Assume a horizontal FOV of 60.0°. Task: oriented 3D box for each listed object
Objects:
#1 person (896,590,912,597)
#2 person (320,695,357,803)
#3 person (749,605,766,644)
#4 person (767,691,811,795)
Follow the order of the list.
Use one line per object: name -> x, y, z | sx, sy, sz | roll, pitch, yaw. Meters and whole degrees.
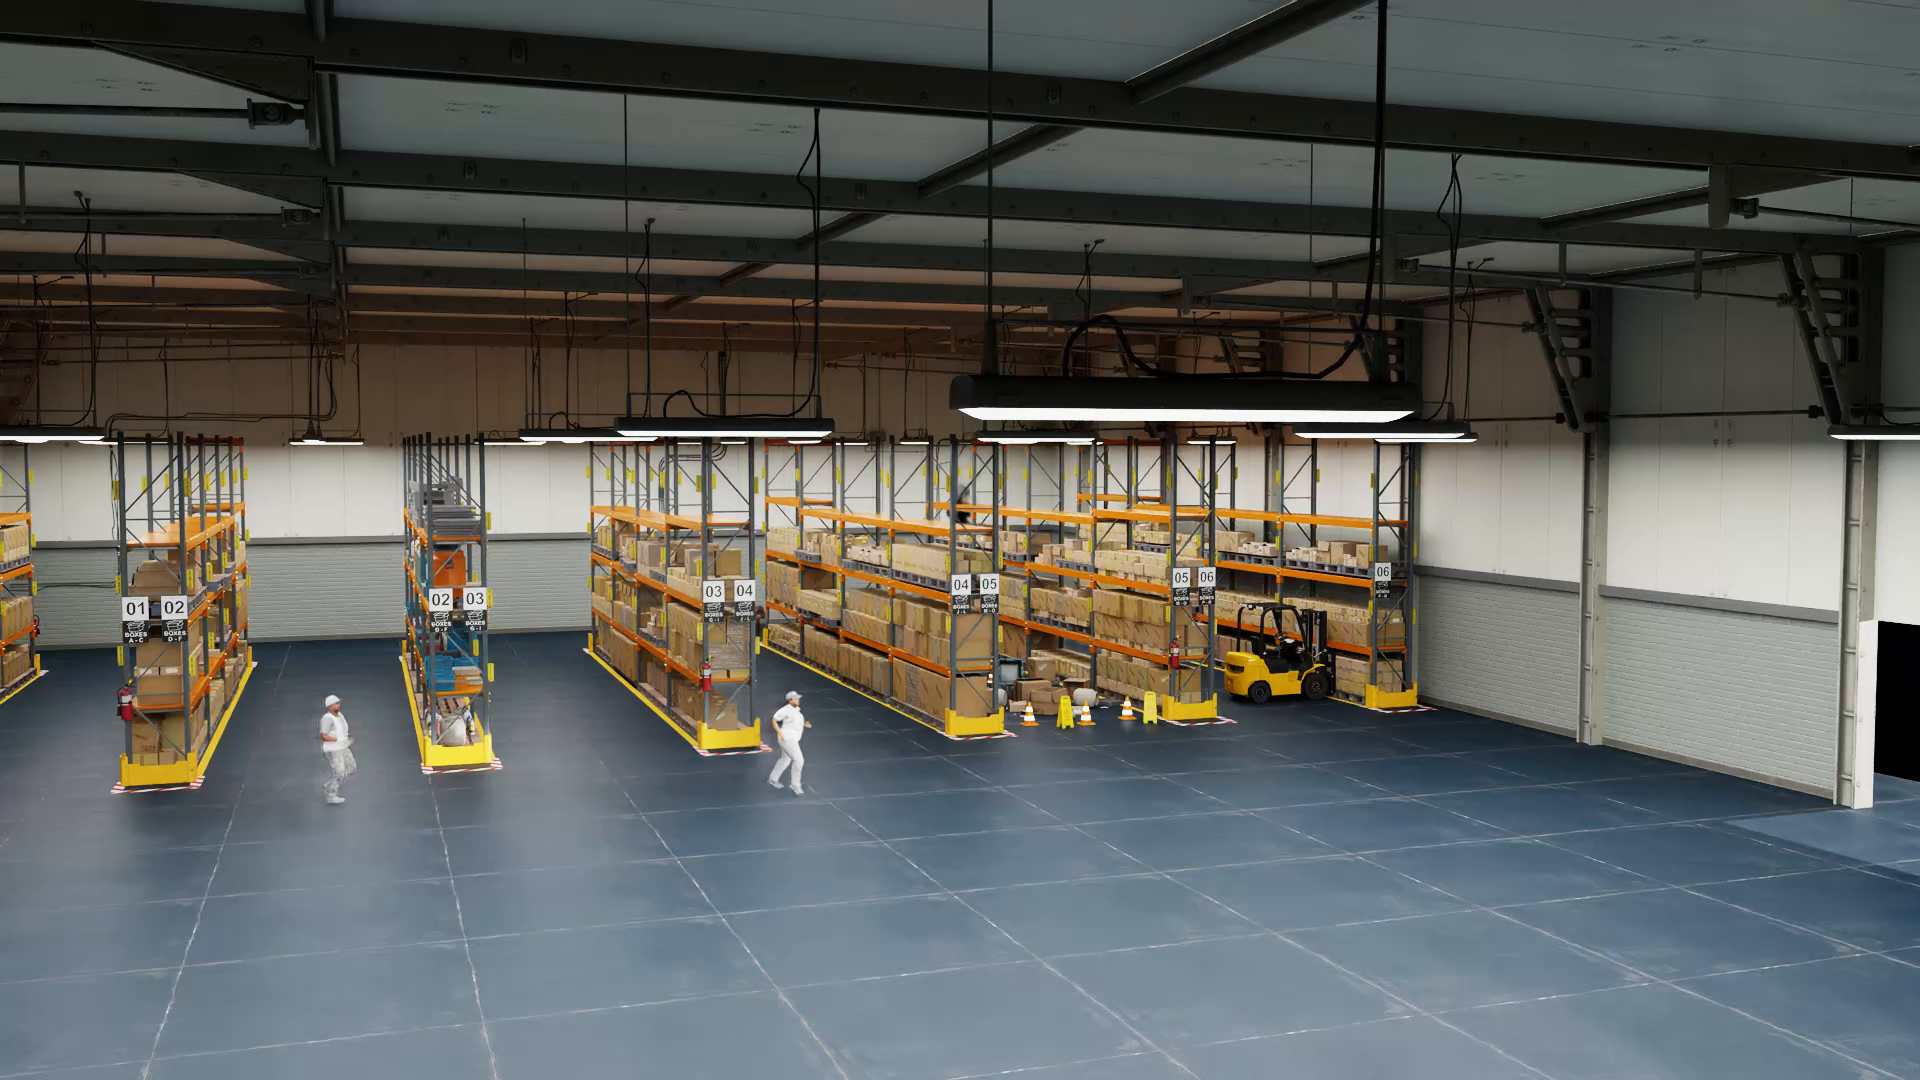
person -> -1.716, 1.835, 51.132 | 0.539, 1.545, 0.559 | -1, 3, -12
person -> -9.985, 3.361, 26.741 | 0.595, 1.736, 0.671 | 0, 3, 5
person -> -5.510, 2.394, 44.241 | 0.668, 1.852, 0.866 | -1, 3, -15
person -> -2.858, 3.365, 27.654 | 0.764, 1.724, 0.597 | 1, 3, 12
